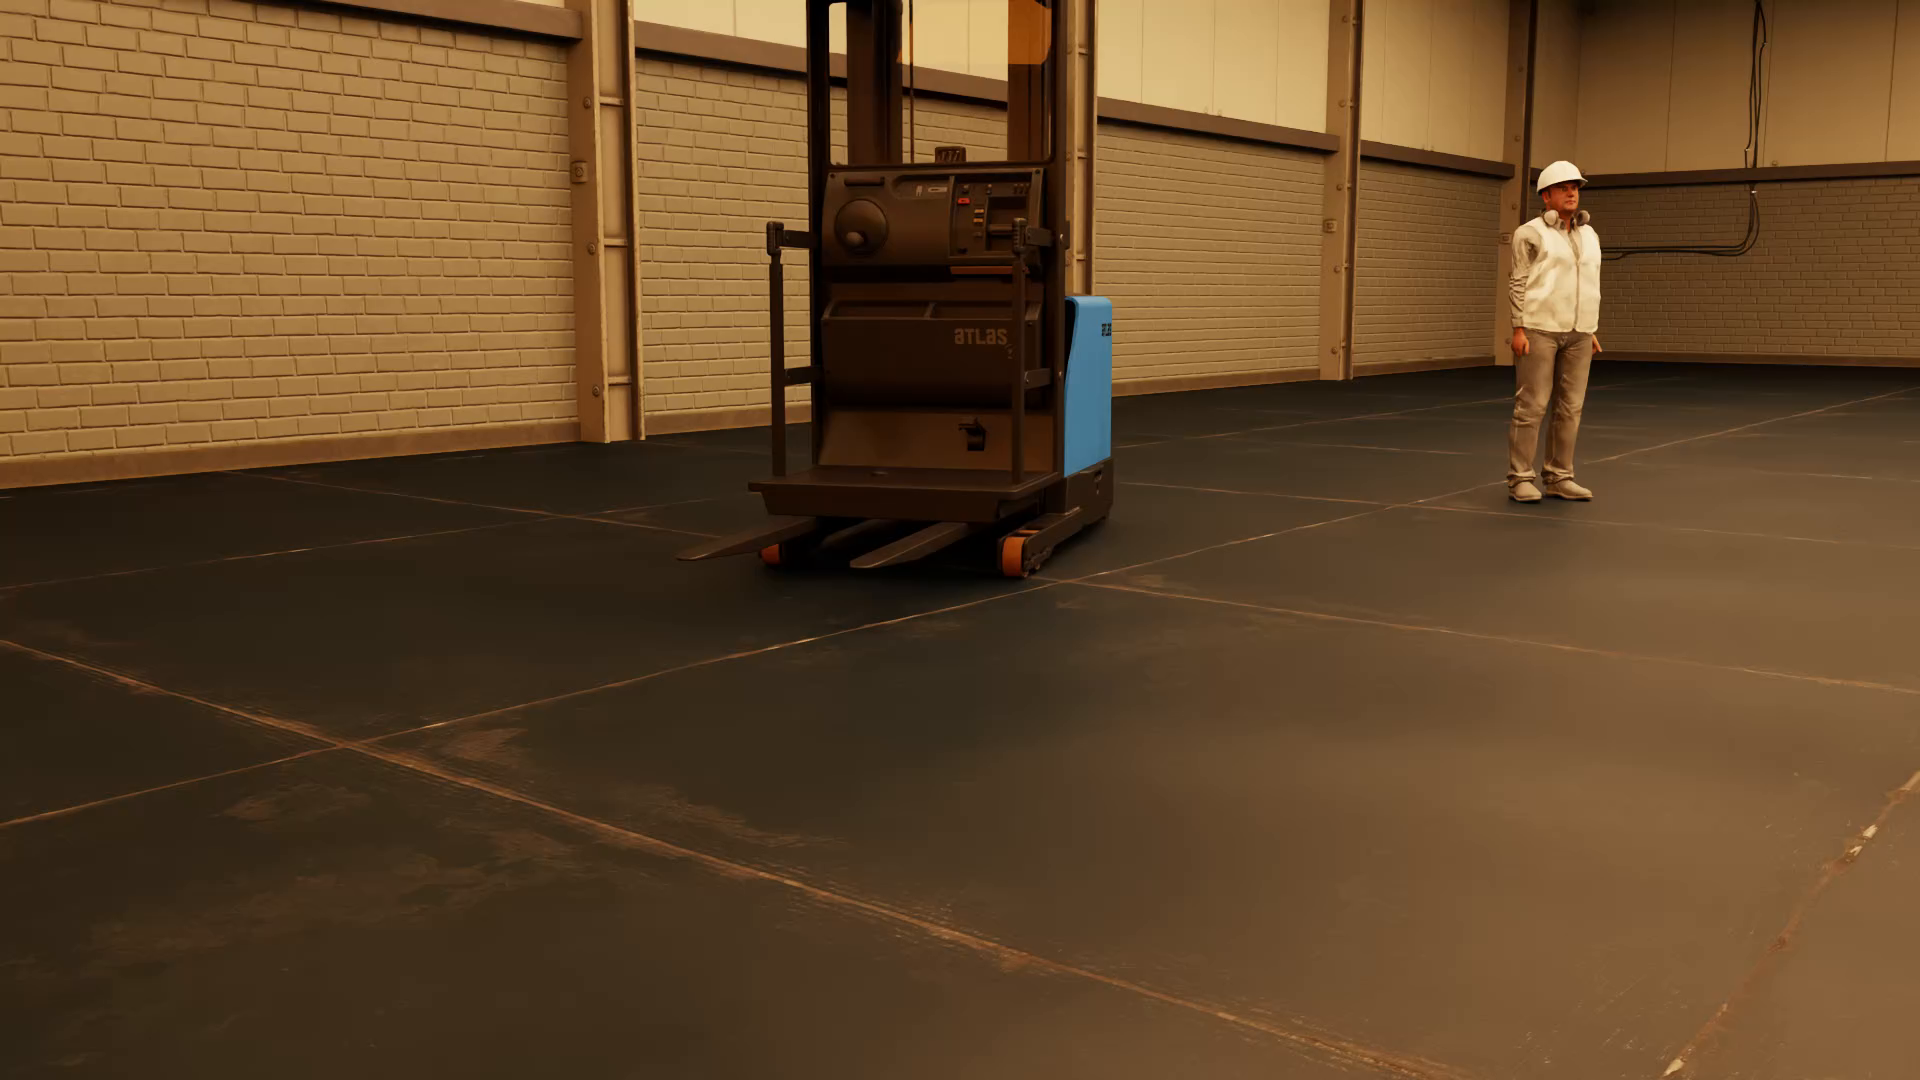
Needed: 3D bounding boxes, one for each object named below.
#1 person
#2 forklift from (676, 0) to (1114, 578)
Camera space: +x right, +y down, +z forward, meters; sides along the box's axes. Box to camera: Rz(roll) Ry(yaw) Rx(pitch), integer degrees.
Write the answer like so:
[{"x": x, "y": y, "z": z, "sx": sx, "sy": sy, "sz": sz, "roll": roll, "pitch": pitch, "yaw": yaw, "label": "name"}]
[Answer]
[{"x": 3.160, "y": -1.099, "z": 8.796, "sx": 0.526, "sy": 1.777, "sz": 0.369, "roll": -2, "pitch": 9, "yaw": -17, "label": "person"}, {"x": -0.176, "y": -1.366, "z": 6.616, "sx": 1.130, "sy": 2.935, "sz": 3.031, "roll": 3, "pitch": 9, "yaw": 17, "label": "forklift"}]
